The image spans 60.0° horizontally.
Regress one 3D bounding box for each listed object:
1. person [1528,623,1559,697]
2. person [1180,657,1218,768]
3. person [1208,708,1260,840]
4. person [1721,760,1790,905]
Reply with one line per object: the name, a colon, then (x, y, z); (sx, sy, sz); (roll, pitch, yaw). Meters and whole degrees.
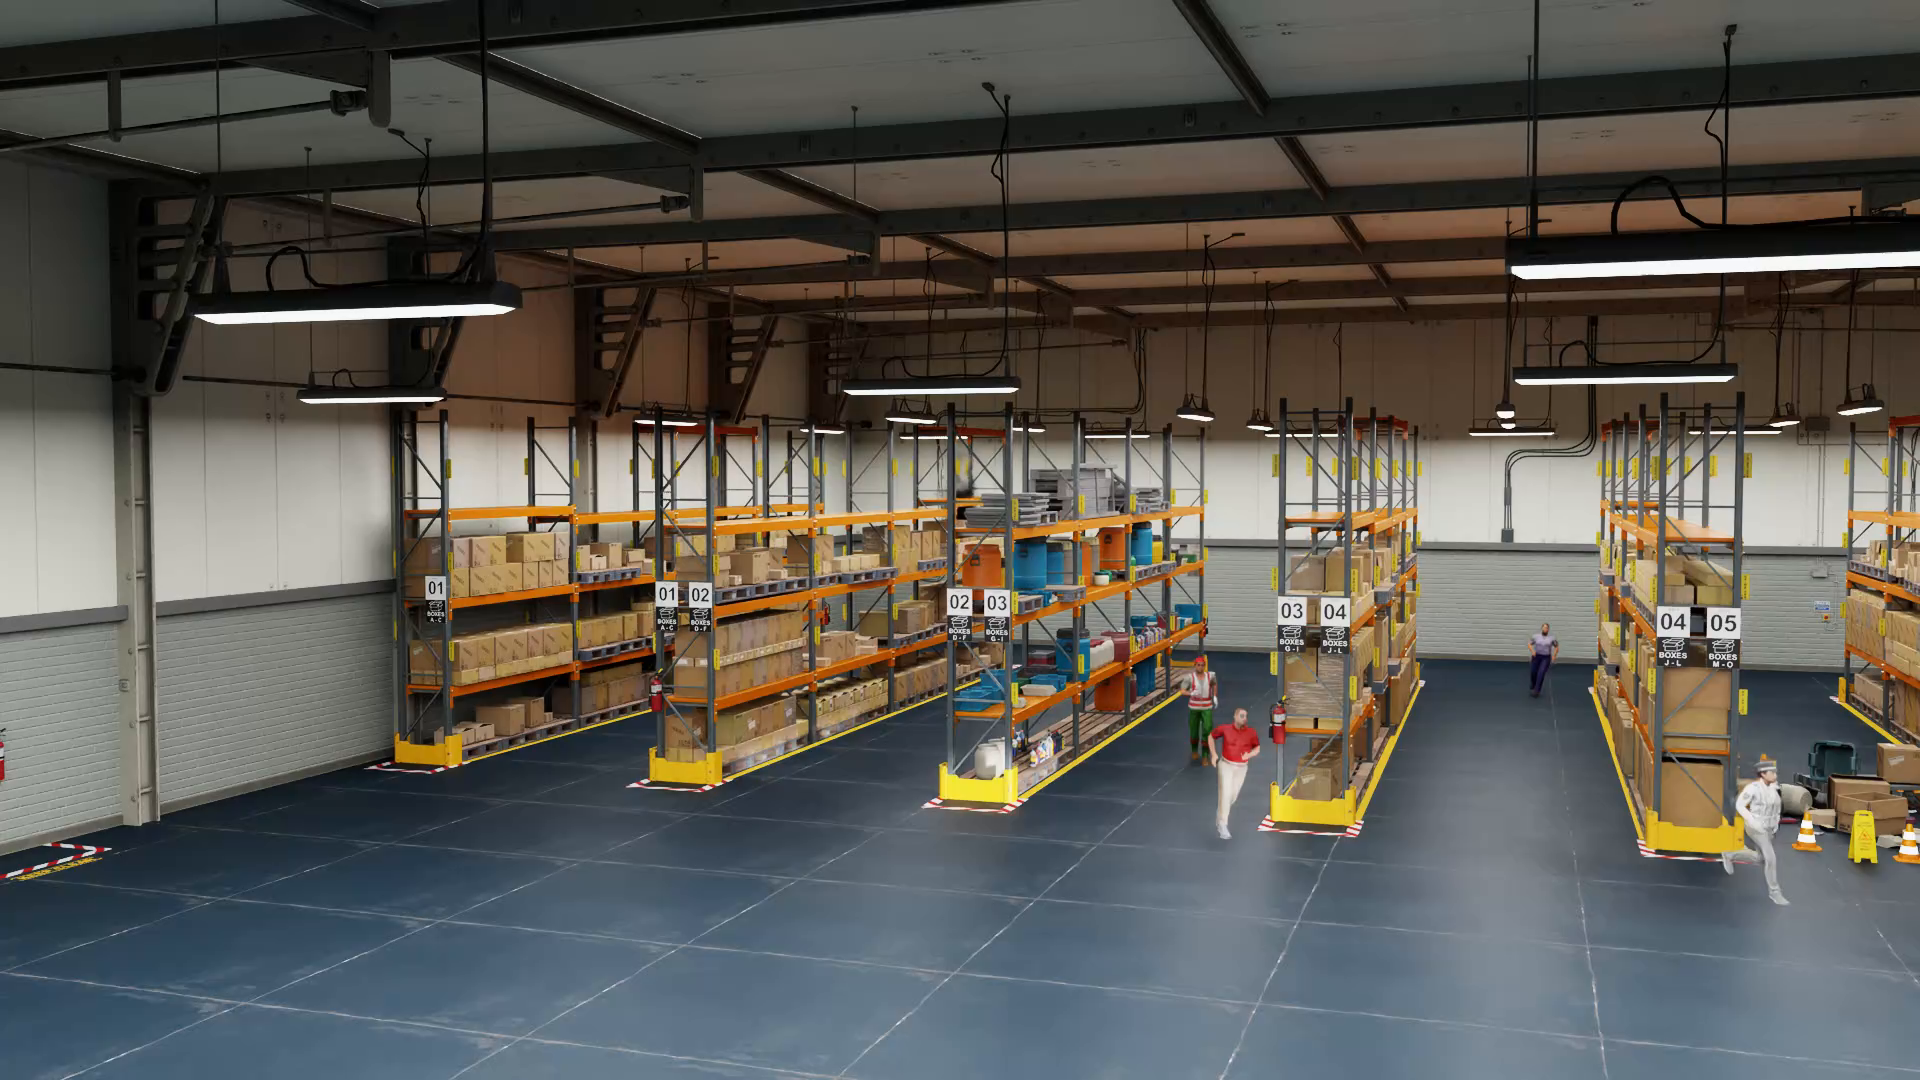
person: (12.878, 2.641, 36.731); (0.654, 1.590, 0.734); (1, 3, 25)
person: (4.047, 2.897, 28.133); (0.649, 1.860, 0.819); (0, 2, 4)
person: (3.789, 3.165, 22.894); (0.685, 1.715, 0.949); (0, 2, -8)
person: (9.286, 3.367, 19.425); (0.624, 1.680, 0.903); (-1, 3, -28)
